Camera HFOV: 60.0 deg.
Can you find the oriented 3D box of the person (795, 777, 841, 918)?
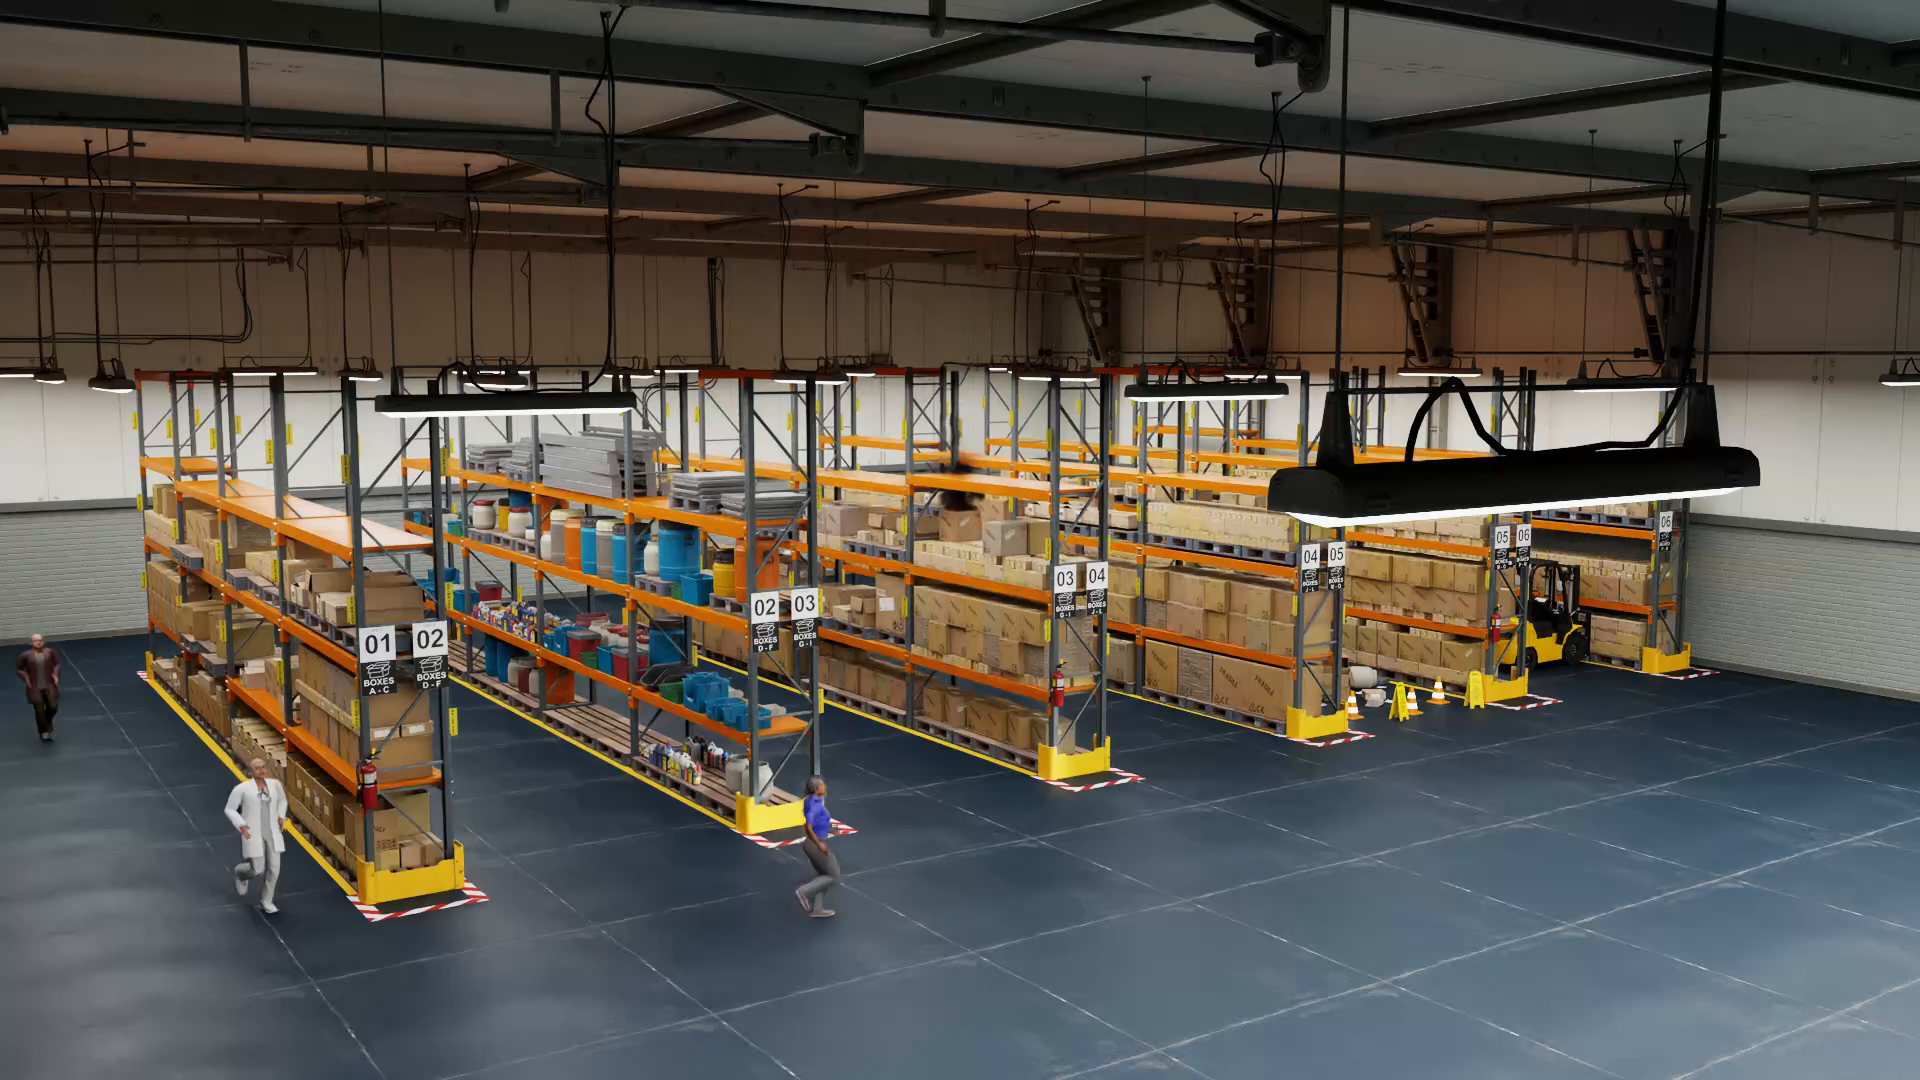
[{"bbox_3d":[-1.598,3.438,18.608,0.566,1.608,0.588,-2,7,-19],"label":"person"}]

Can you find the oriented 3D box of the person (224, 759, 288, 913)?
[{"bbox_3d":[-7.976,3.345,18.970,0.712,1.726,0.704,6,9,43],"label":"person"}]

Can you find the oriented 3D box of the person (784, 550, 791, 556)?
[{"bbox_3d":[-4.109,1.067,39.341,0.777,1.675,0.535,-2,7,-19],"label":"person"}]

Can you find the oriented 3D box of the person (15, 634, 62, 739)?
[{"bbox_3d":[-15.052,2.397,27.226,0.689,1.730,0.632,-5,8,-37],"label":"person"}]
